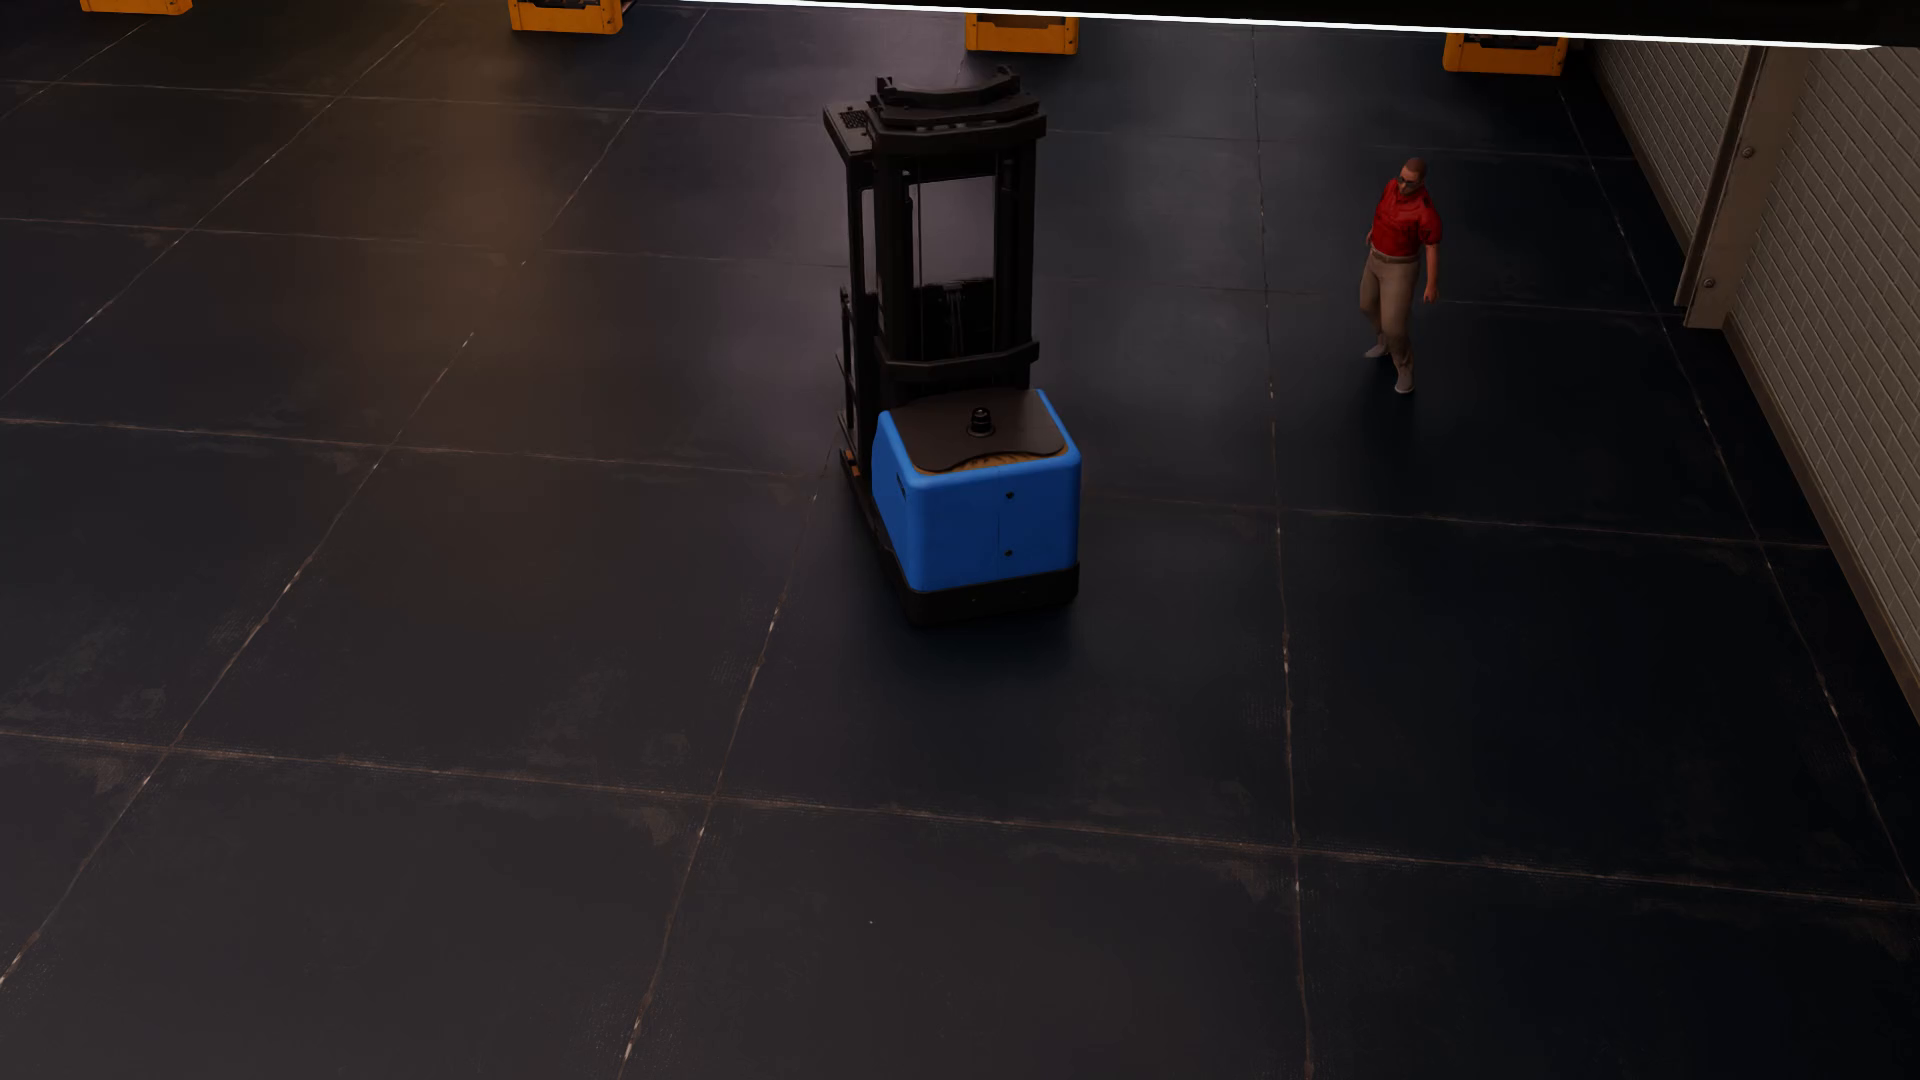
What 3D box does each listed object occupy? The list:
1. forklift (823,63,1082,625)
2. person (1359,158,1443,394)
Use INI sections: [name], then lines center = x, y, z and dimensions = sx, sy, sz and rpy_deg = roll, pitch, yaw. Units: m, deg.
[forklift]
center = -0.172, -1.557, 10.142
dimensions = 1.130, 2.935, 3.031
rpy_deg = -9, 37, -12
[person]
center = 3.116, -1.949, 11.788
dimensions = 0.476, 1.717, 0.896
rpy_deg = -12, 38, -15
